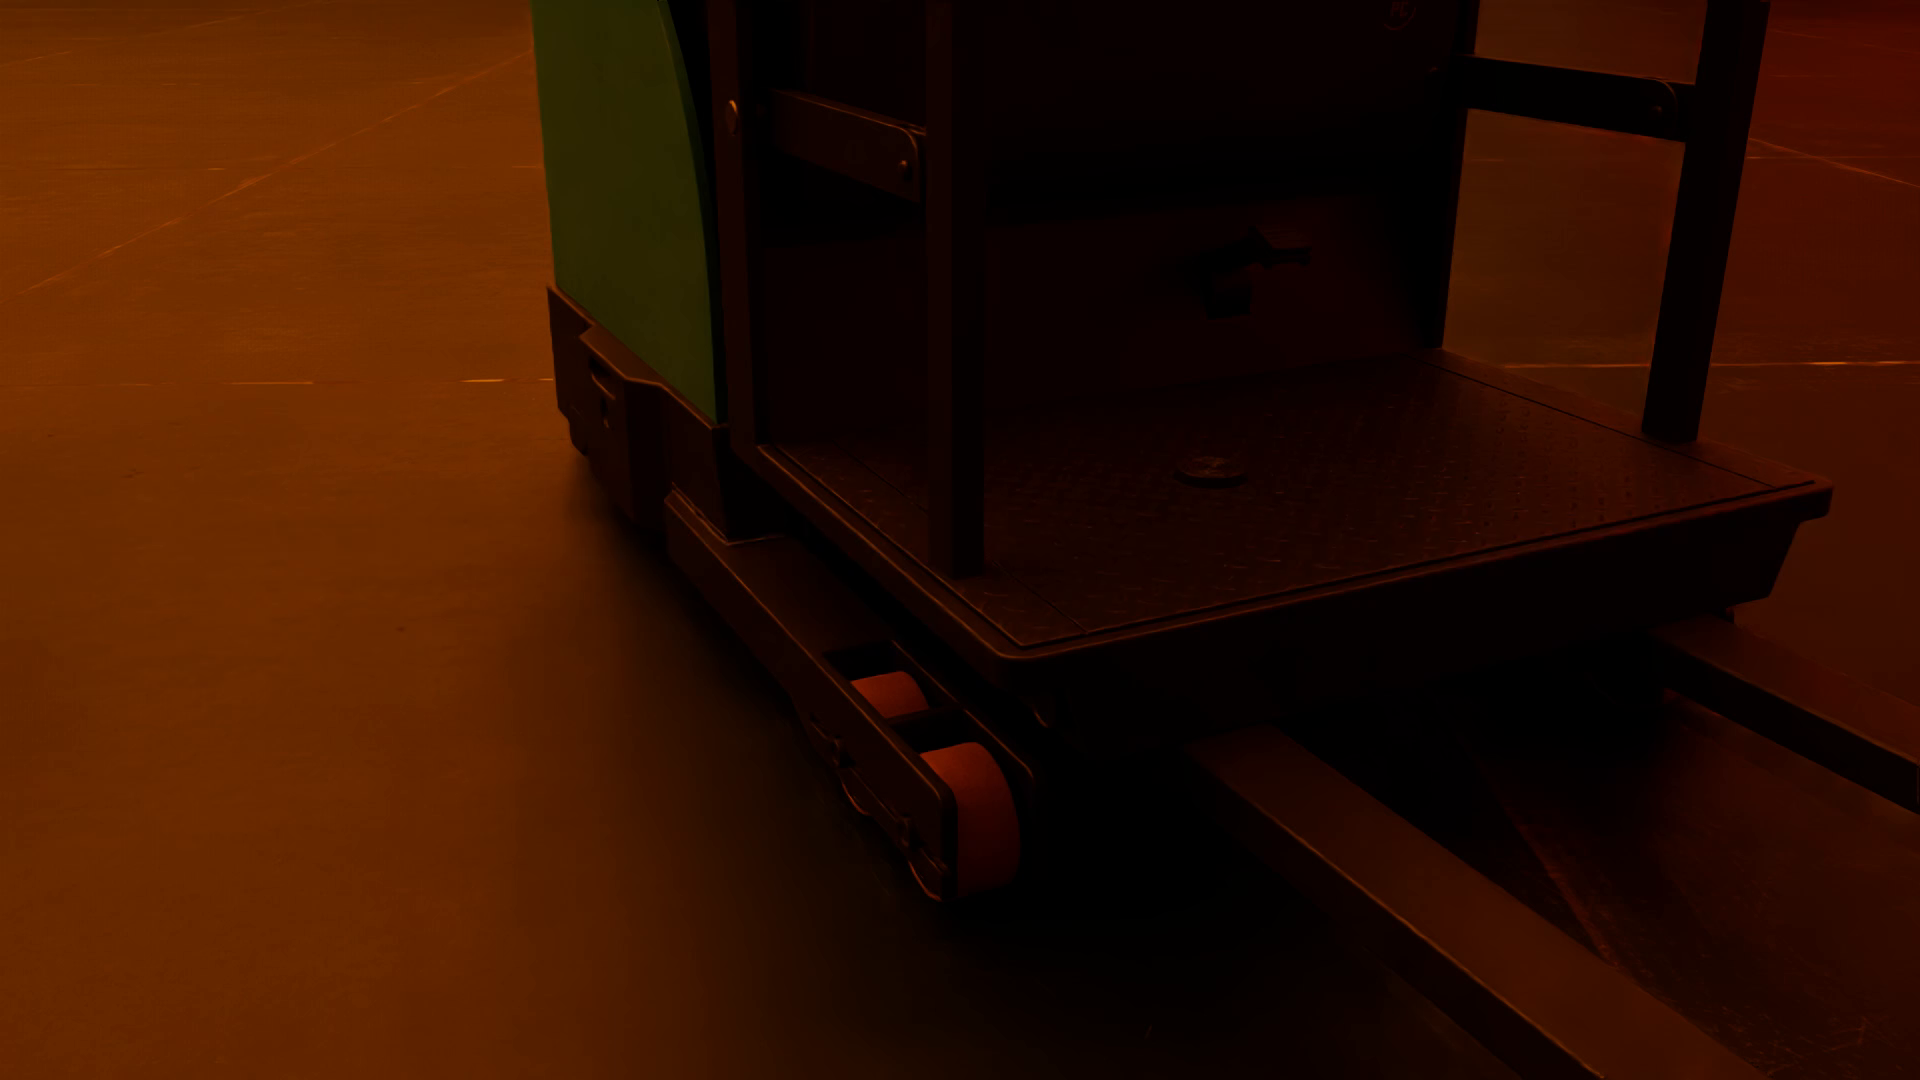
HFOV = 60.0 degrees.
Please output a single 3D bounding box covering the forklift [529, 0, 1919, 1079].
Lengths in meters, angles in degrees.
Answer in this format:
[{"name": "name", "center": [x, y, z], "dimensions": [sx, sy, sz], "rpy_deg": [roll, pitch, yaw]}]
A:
[{"name": "forklift", "center": [0.324, -1.165, 1.694], "dimensions": [1.130, 2.935, 3.031], "rpy_deg": [-10, 24, -24]}]
